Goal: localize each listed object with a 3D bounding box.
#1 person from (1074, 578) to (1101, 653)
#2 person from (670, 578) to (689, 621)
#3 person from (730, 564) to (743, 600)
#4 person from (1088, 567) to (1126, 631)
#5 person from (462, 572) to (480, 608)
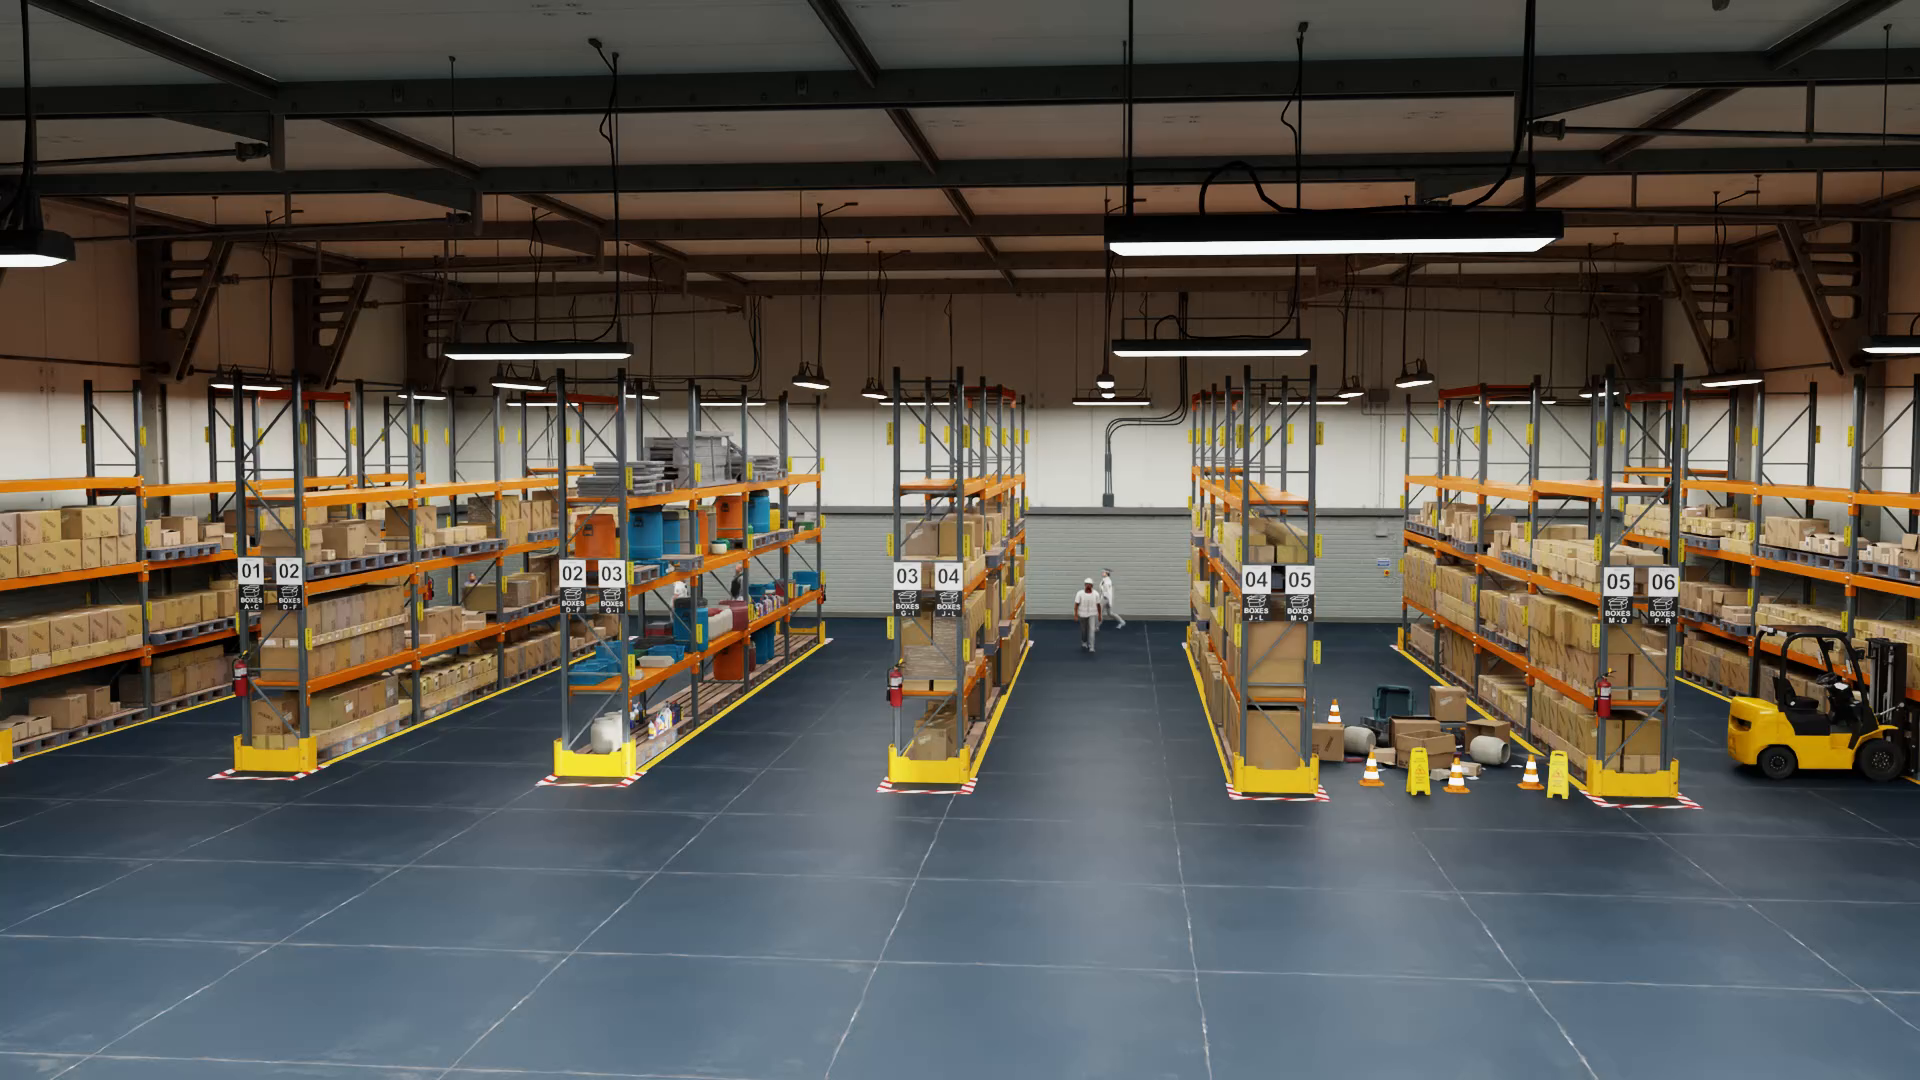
[{"bbox_3d":[2.972,1.741,38.630,0.640,1.714,1.093,0,4,2],"label":"person"},{"bbox_3d":[-6.791,1.648,40.225,0.646,1.808,0.533,-2,4,-30],"label":"person"},{"bbox_3d":[-5.727,1.470,42.896,0.493,1.716,0.556,-2,4,-29],"label":"person"},{"bbox_3d":[3.786,1.517,42.686,0.970,1.643,0.445,1,4,8],"label":"person"},{"bbox_3d":[-12.243,1.601,41.775,0.551,1.569,1.040,0,4,-8],"label":"person"}]
